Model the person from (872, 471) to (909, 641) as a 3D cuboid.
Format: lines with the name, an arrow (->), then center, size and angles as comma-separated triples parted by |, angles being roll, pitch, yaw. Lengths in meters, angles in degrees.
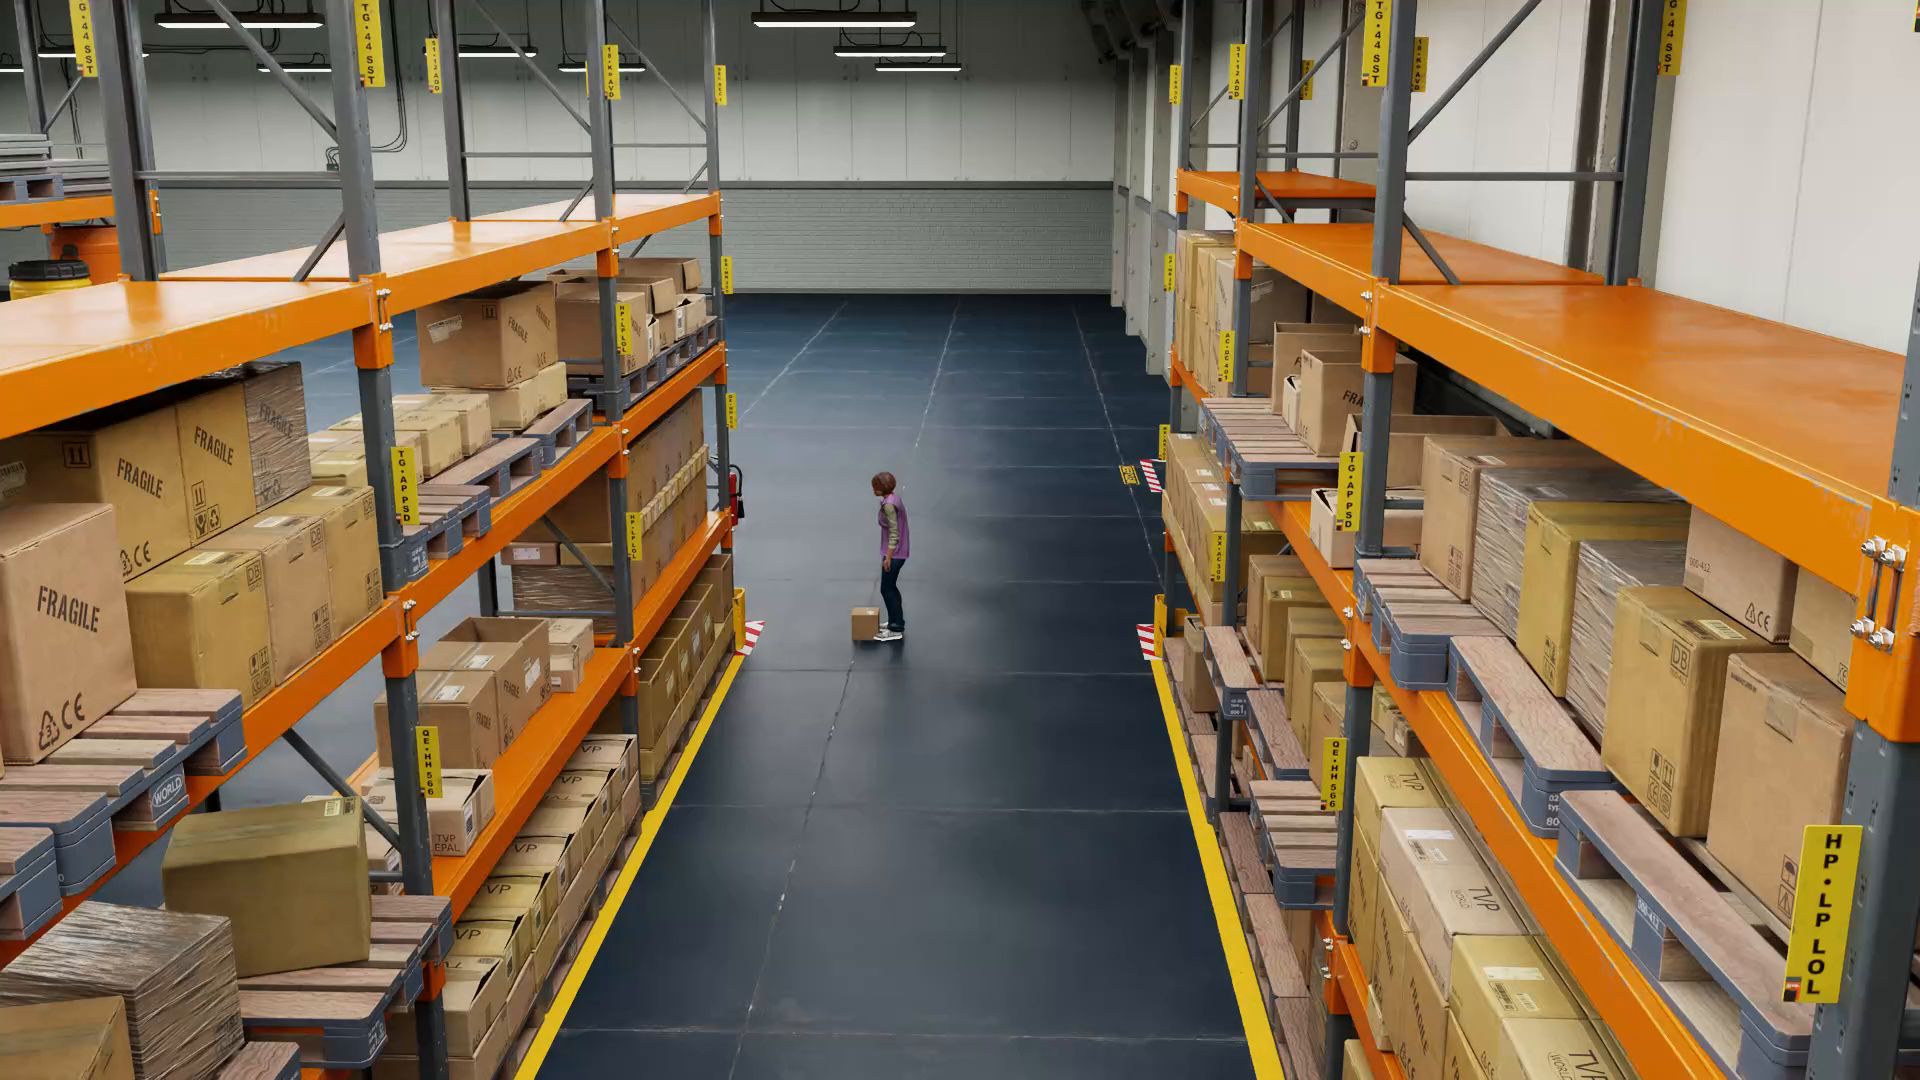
person -> -0.643, 0.144, 15.479 | 0.342, 1.582, 0.485 | 0, 14, -2
